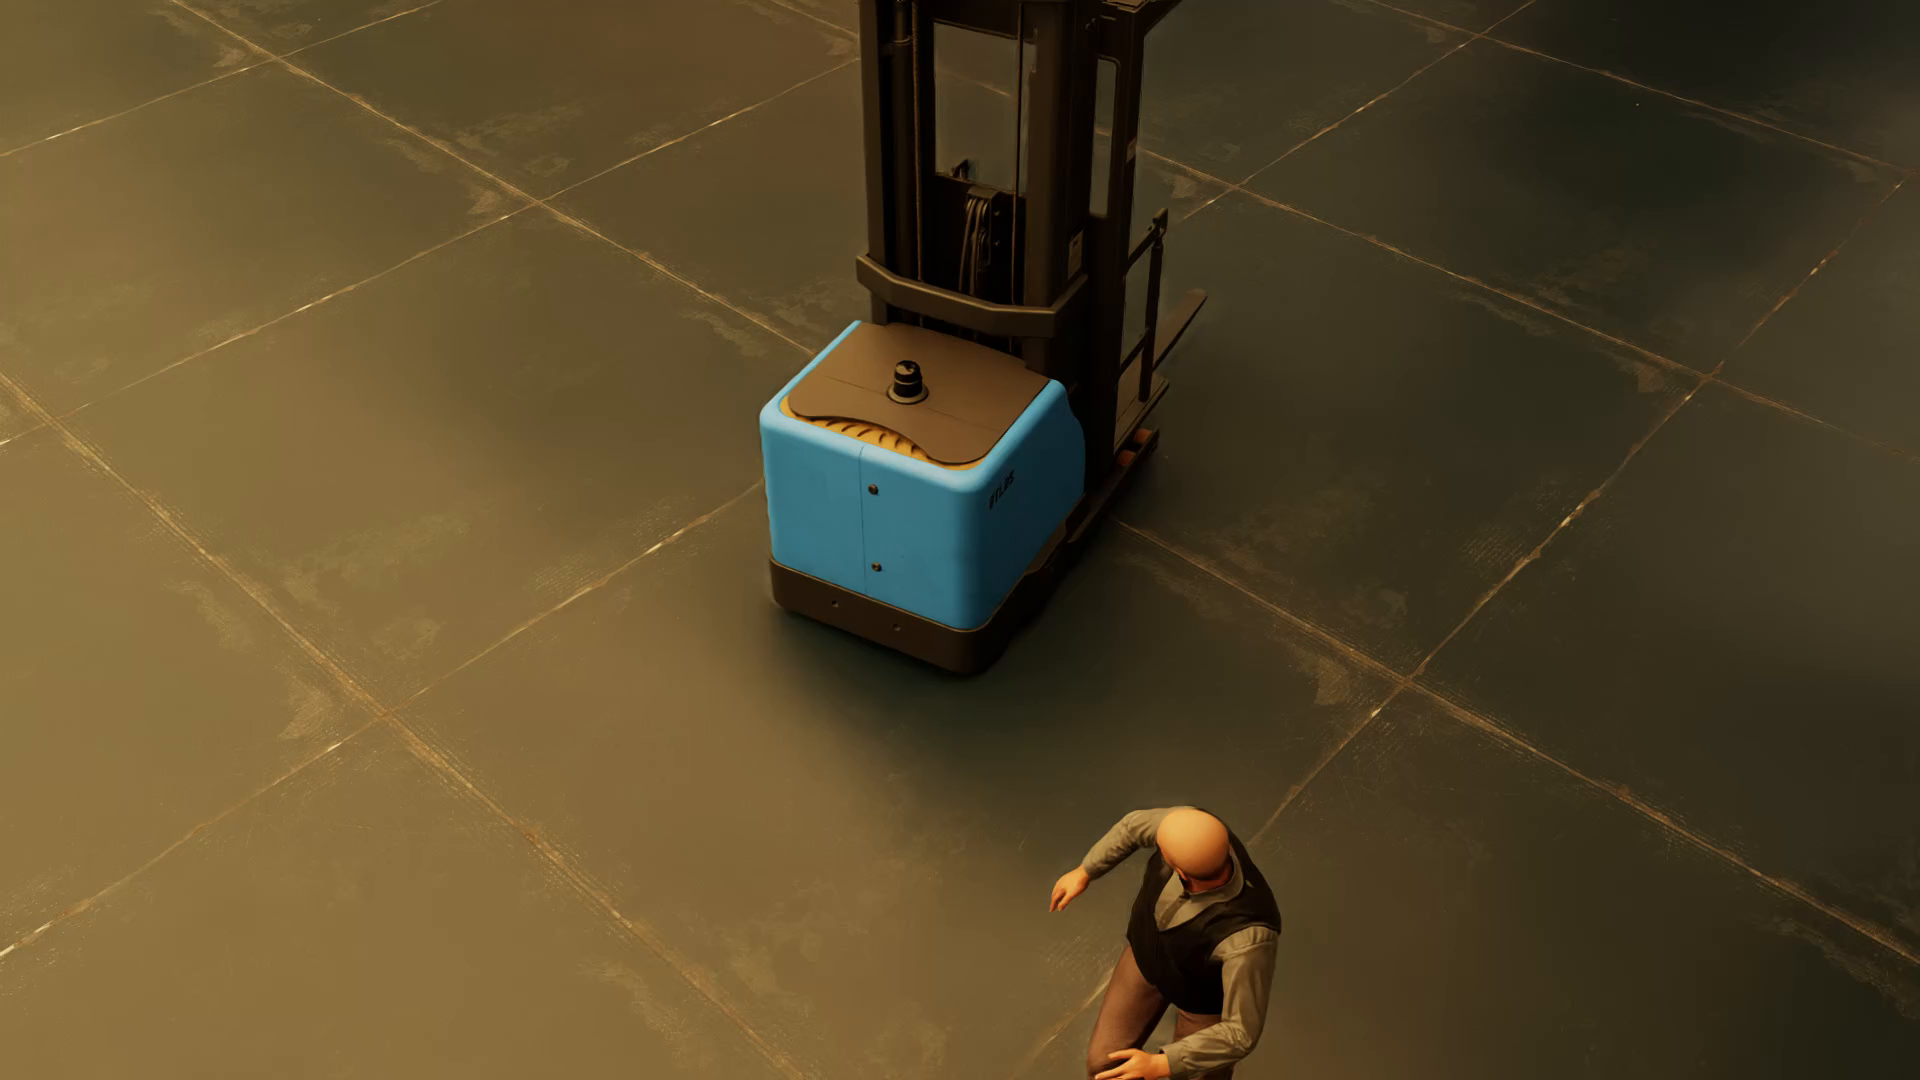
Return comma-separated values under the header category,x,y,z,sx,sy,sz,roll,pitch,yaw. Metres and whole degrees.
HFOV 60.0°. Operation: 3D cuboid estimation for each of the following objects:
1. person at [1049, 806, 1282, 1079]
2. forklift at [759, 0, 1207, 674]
category,x,y,z,sx,sy,sz,roll,pitch,yaw
person,0.550,1.324,4.912,0.805,1.599,0.849,-31,50,-31
forklift,0.315,-1.507,7.185,1.130,2.935,3.031,19,44,21
